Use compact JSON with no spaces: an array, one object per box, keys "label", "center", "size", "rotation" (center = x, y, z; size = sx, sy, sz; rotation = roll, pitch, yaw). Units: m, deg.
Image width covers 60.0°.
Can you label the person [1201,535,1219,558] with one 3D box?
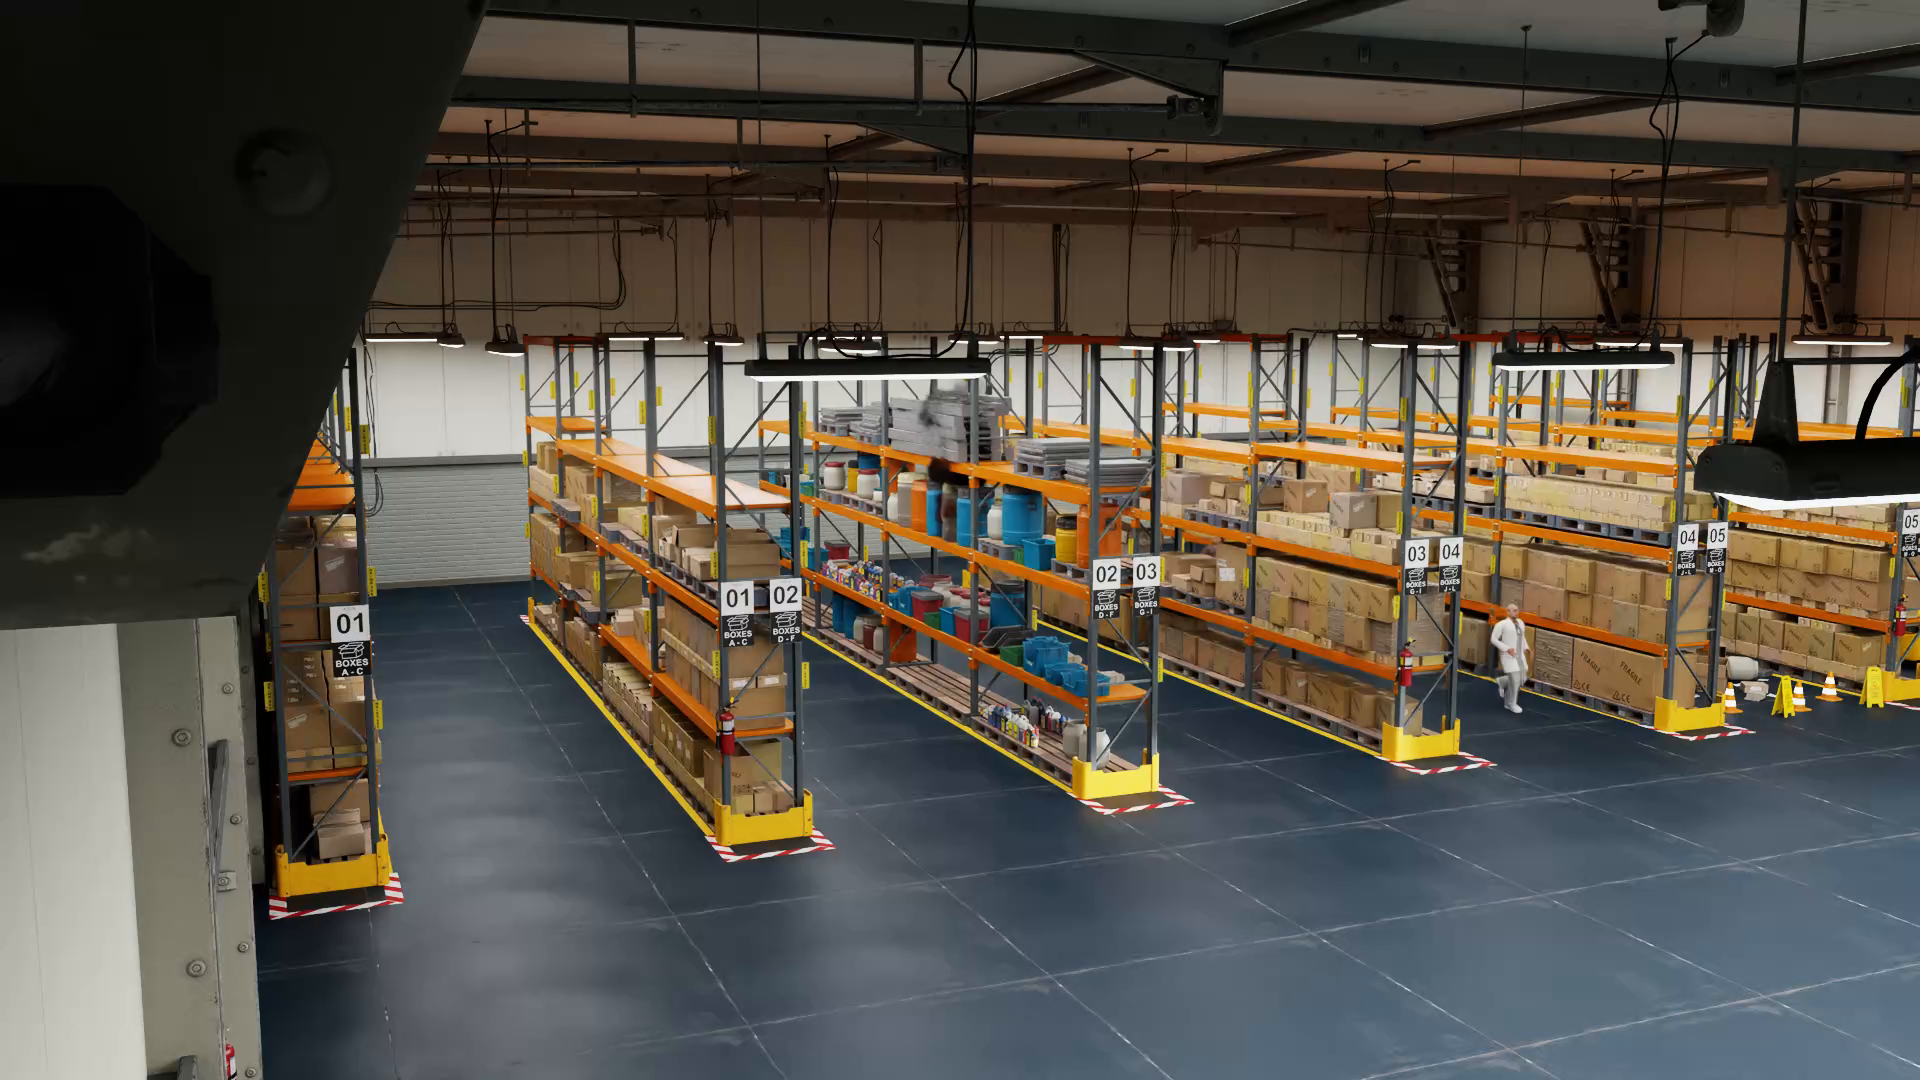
[{"label":"person","center":[5.458,0.737,35.338],"size":[0.730,1.764,1.110],"rotation":[-2,8,-13]}]

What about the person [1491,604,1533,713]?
[{"label":"person","center":[8.937,1.901,26.990],"size":[0.712,1.739,0.581],"rotation":[-4,8,-26]}]
